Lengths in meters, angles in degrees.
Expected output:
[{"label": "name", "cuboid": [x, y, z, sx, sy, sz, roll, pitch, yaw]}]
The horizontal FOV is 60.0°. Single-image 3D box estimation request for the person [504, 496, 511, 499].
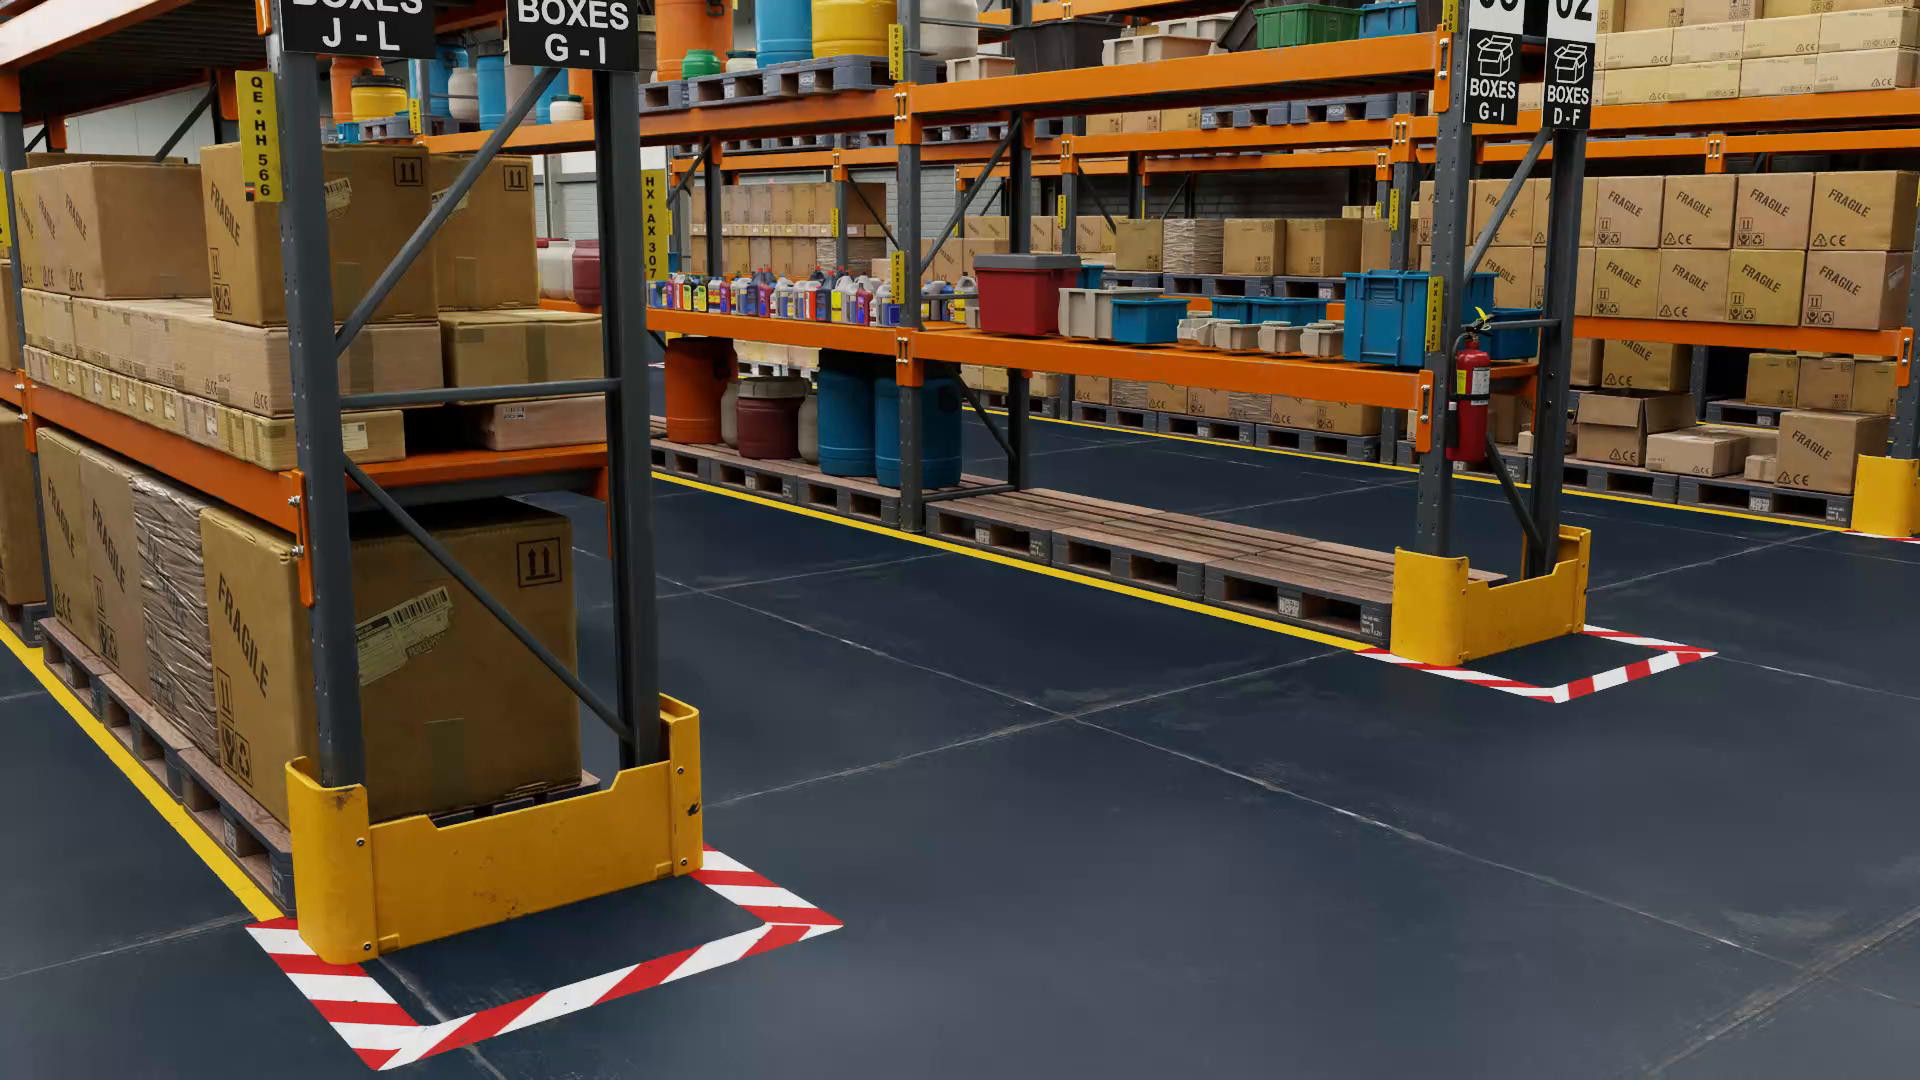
[{"label": "person", "cuboid": [-2.638, -0.618, 9.012, 0.572, 1.757, 0.591, -7, 13, -33]}]
